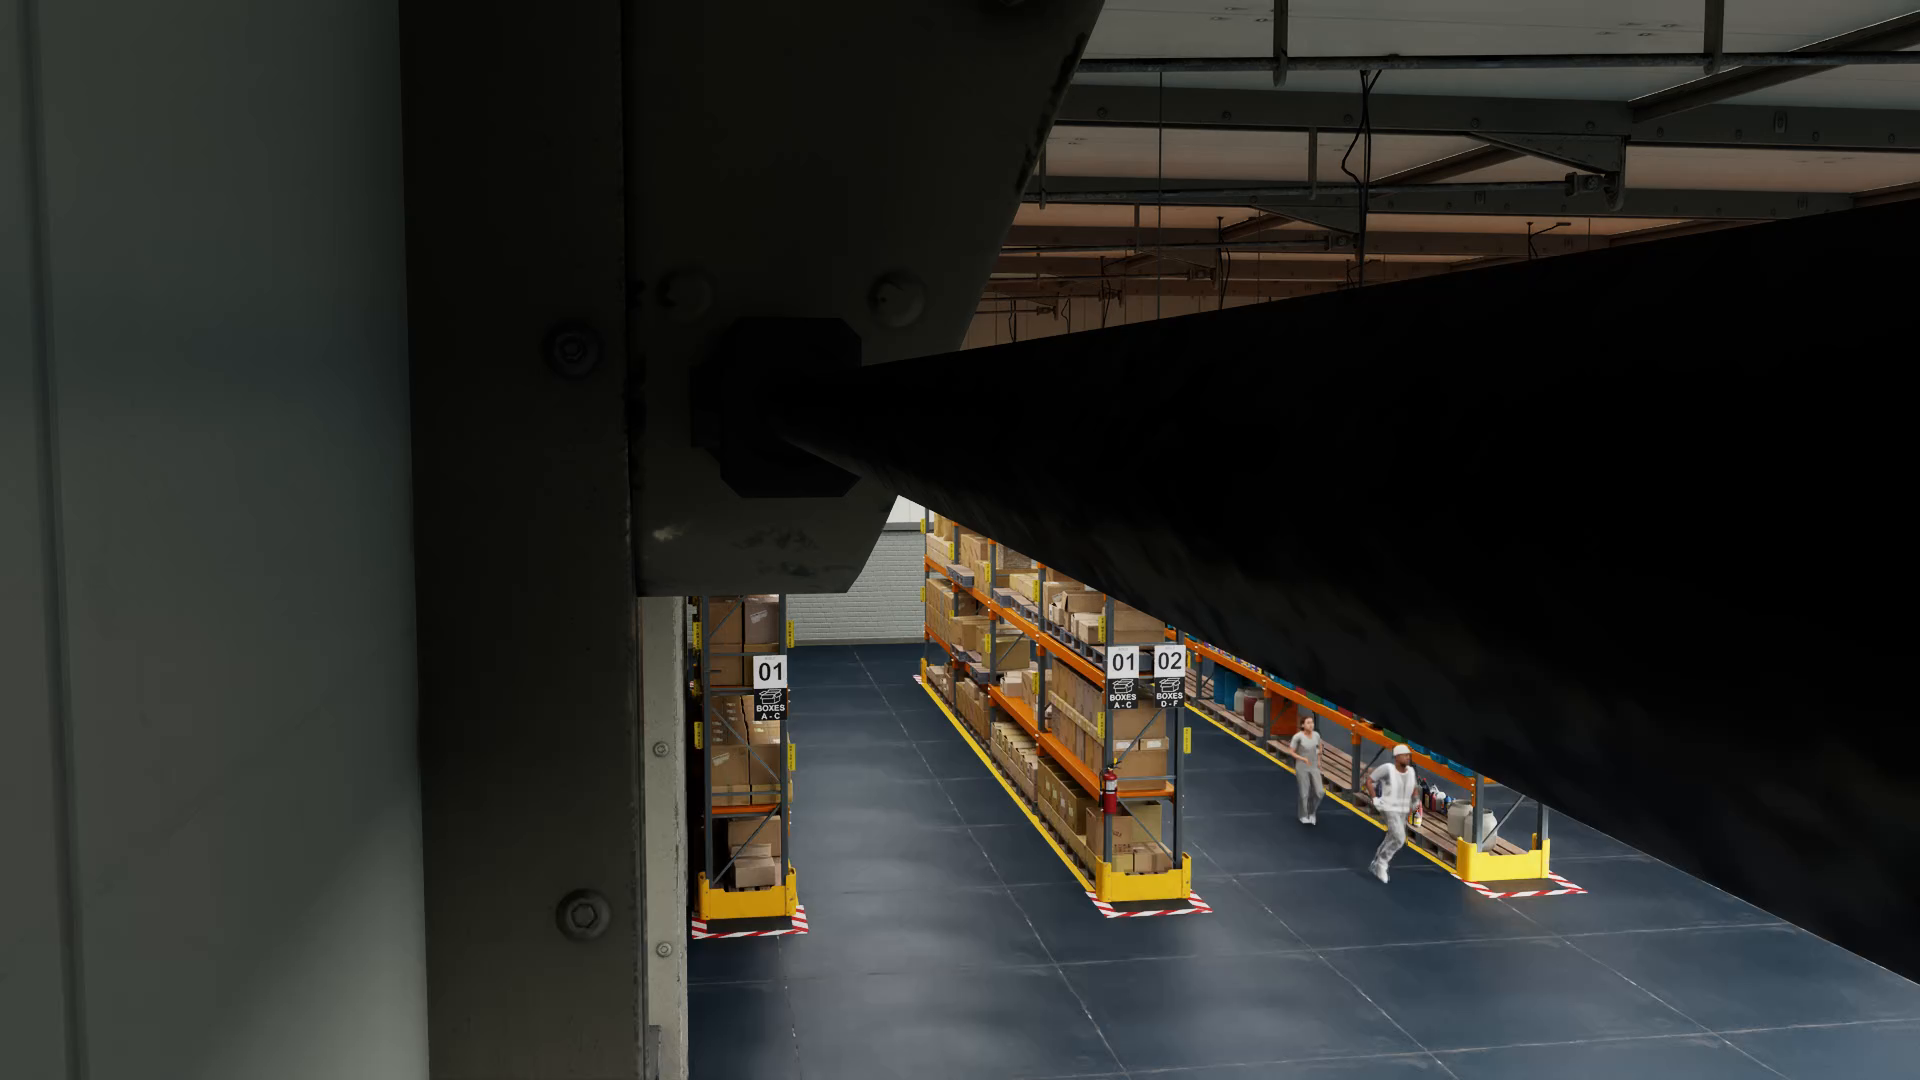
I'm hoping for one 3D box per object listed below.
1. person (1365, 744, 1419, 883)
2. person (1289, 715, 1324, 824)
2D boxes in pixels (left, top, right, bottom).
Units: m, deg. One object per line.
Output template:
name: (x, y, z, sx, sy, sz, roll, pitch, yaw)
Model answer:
person: (5.706, 3.552, 21.700, 0.680, 1.768, 0.640, -3, 6, -32)
person: (5.083, 3.365, 24.294, 0.563, 1.636, 0.602, -1, 5, -10)
